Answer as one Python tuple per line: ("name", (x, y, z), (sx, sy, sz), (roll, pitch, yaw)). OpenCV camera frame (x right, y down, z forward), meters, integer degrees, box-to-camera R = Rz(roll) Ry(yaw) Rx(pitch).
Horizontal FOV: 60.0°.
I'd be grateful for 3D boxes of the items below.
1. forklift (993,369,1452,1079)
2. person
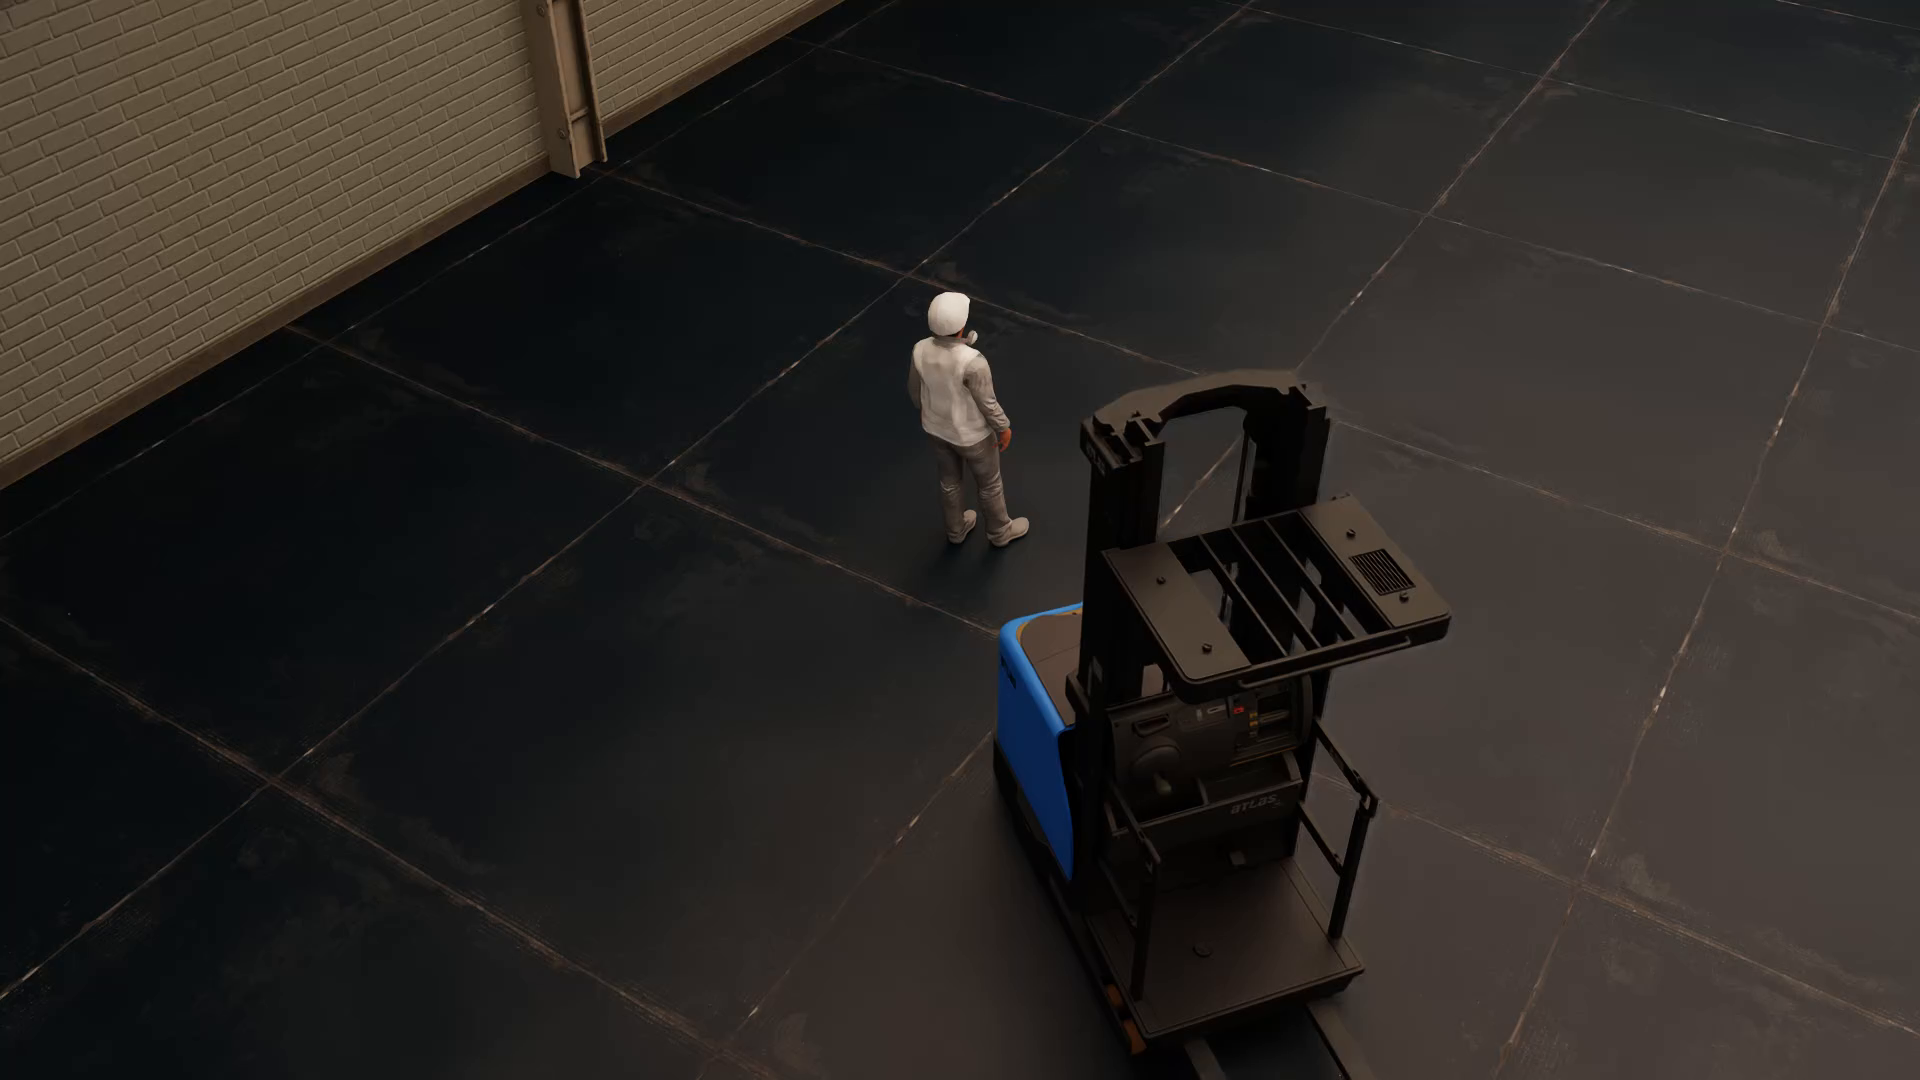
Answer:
("forklift", (1.148, 0.894, 6.912), (1.130, 2.935, 3.031), (-13, 42, -15))
("person", (0.040, -0.713, 9.692), (0.632, 1.773, 0.568), (22, 45, 24))
